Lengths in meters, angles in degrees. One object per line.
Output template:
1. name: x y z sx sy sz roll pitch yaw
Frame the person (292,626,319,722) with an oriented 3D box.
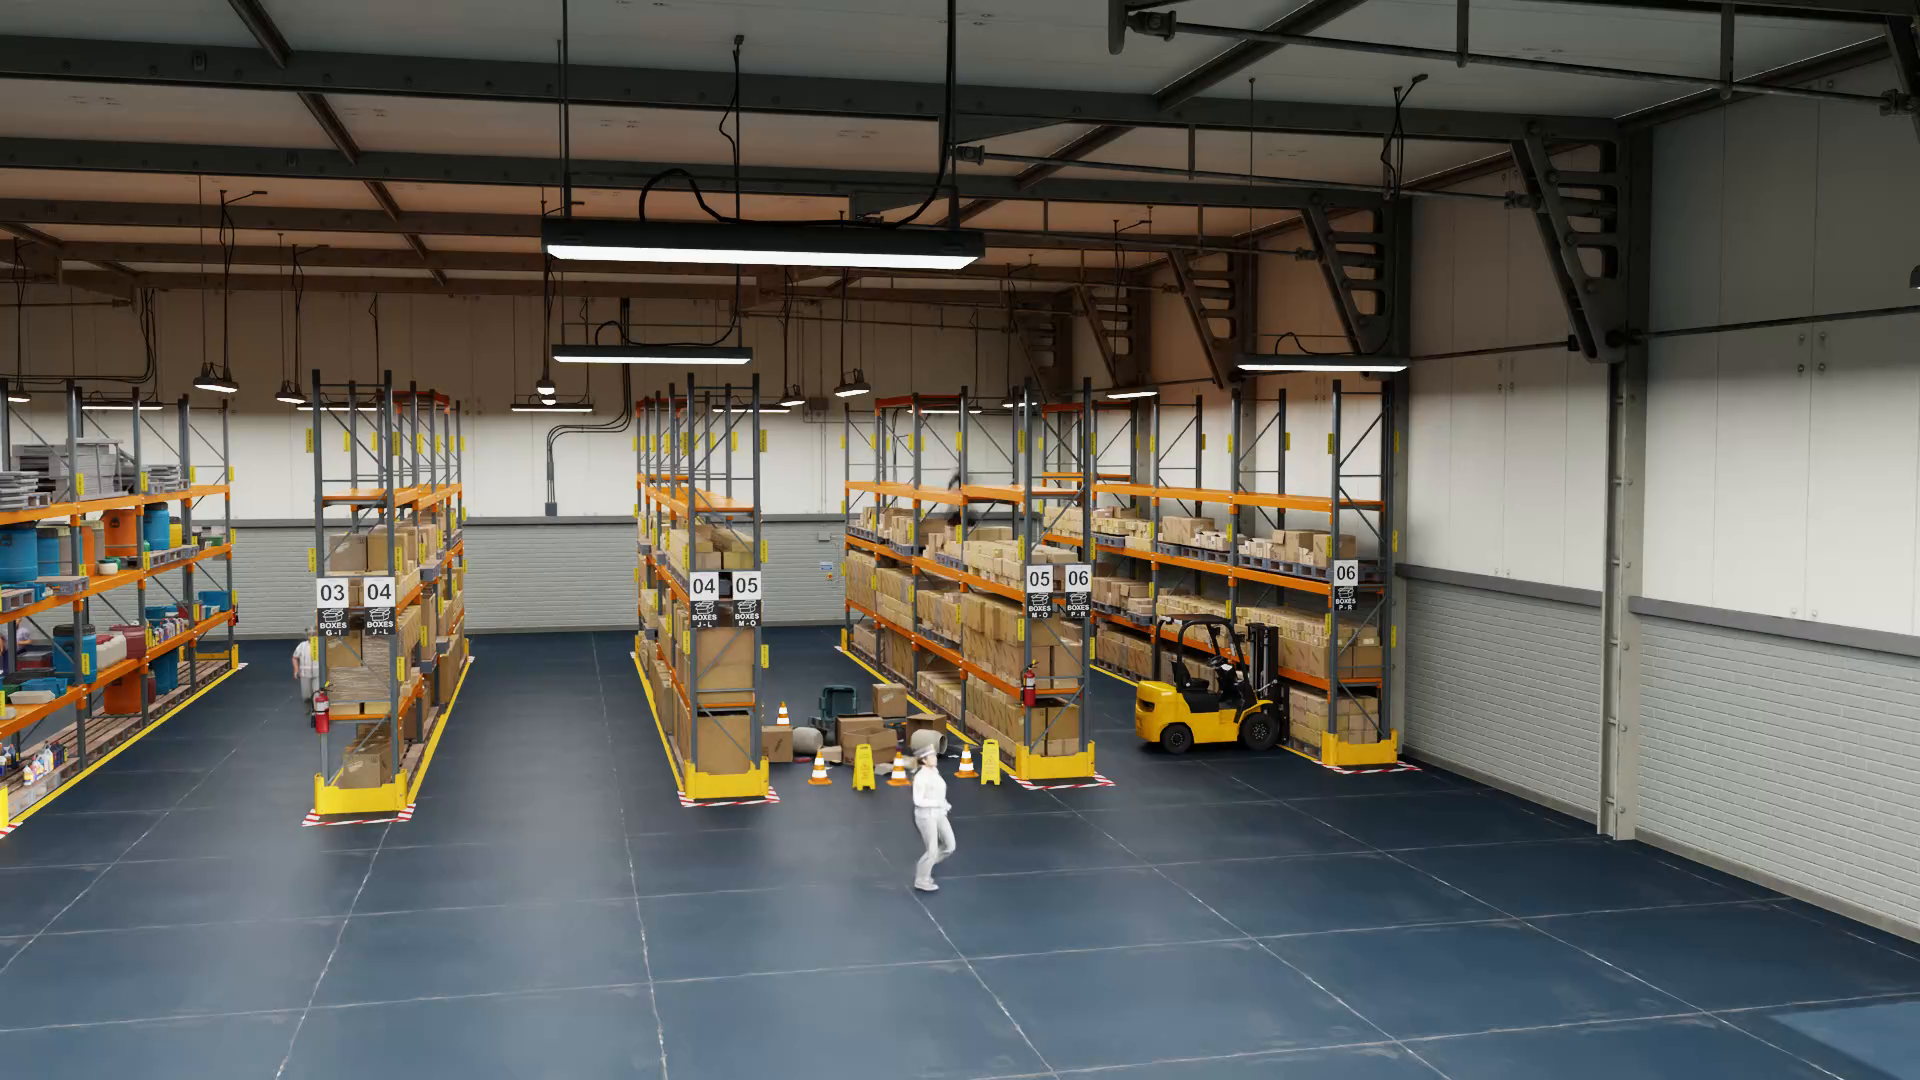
1. person: -11.653 2.414 29.925 0.667 1.736 0.598 -1 4 -21

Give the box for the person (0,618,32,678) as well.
1. person: -18.417 2.311 32.424 0.580 1.710 0.737 -1 4 -24

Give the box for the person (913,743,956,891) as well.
1. person: -0.270 3.091 18.578 0.546 1.655 0.603 2 4 28
